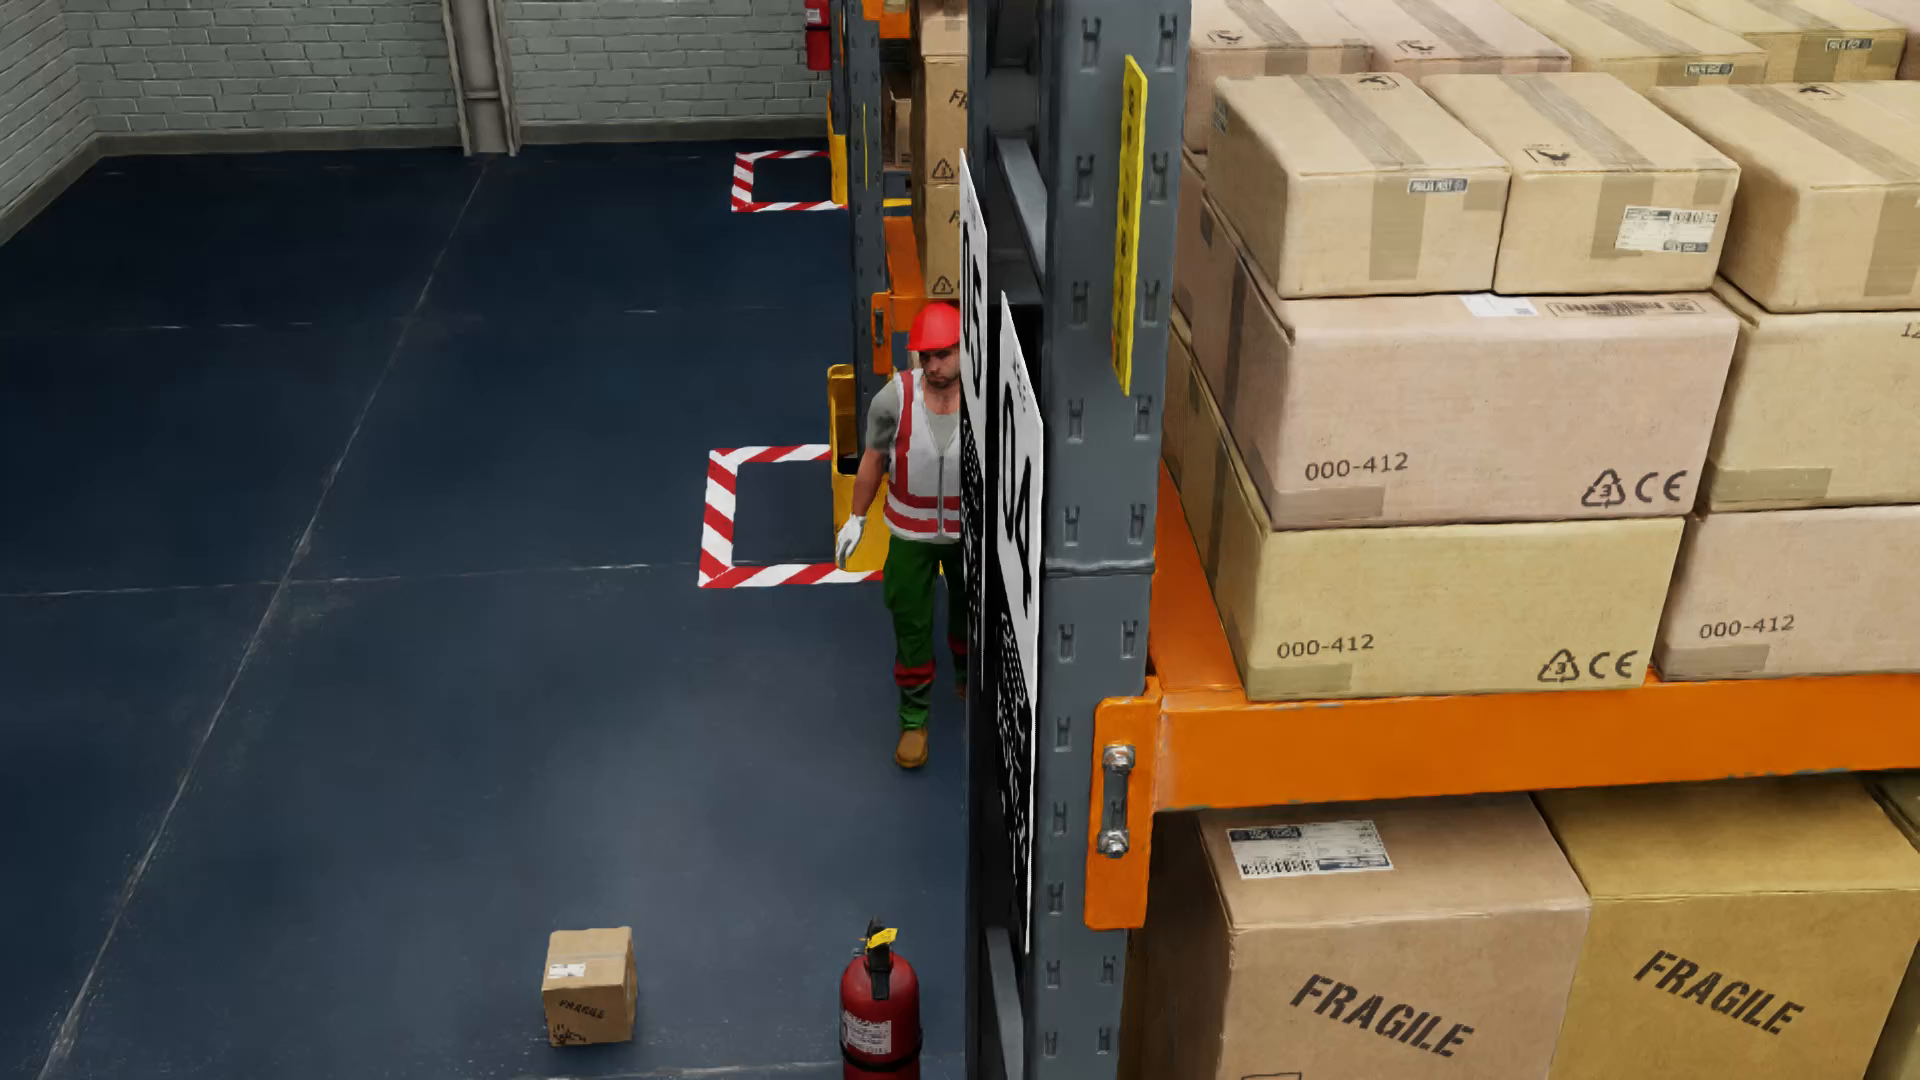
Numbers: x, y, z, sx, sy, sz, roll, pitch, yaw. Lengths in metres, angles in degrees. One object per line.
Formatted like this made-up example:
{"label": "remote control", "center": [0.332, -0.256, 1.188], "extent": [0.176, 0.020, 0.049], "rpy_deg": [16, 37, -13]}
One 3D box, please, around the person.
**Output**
{"label": "person", "center": [-0.097, -0.018, 6.113], "extent": [0.725, 1.792, 0.575], "rpy_deg": [-2, 31, -4]}
